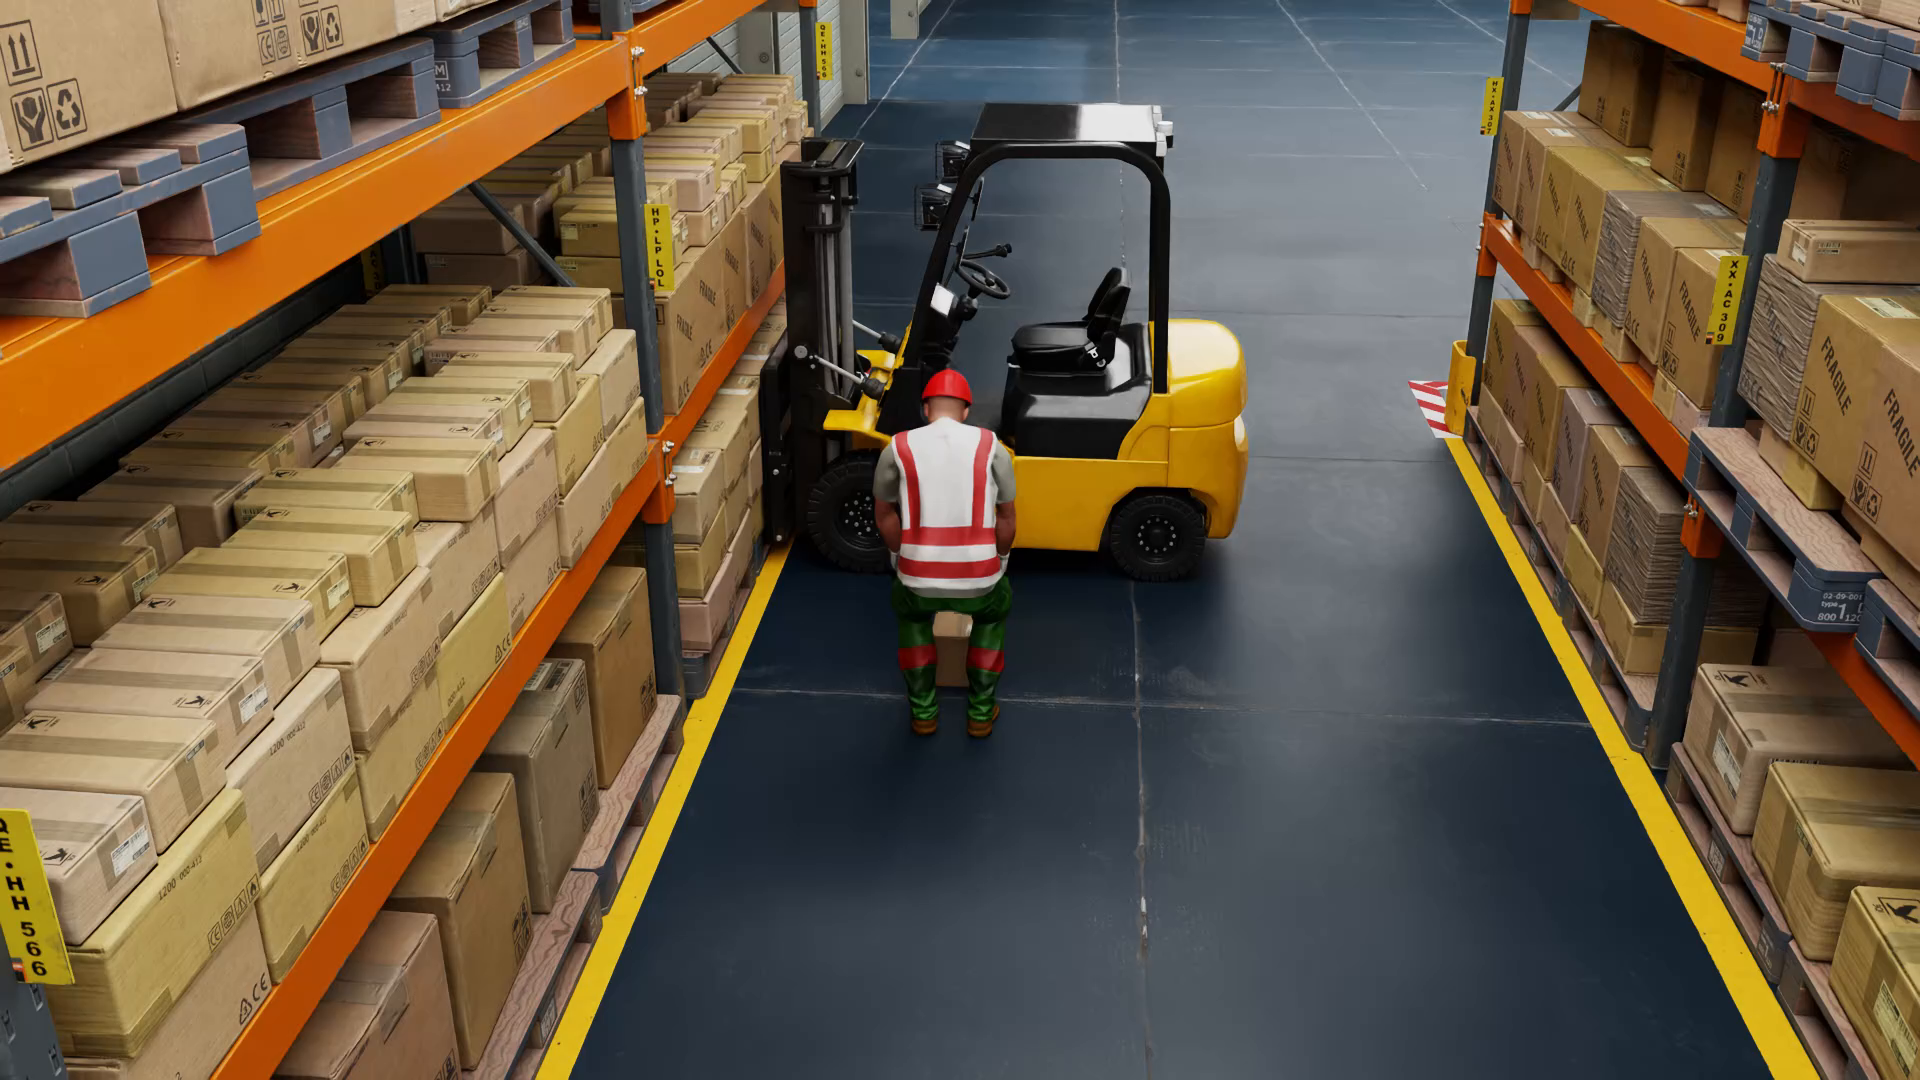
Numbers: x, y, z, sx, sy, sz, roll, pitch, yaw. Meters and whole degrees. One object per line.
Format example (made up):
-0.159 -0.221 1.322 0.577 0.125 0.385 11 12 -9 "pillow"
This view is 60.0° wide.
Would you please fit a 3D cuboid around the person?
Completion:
-0.066 0.082 6.779 0.582 1.471 0.731 2 24 4 "person"
